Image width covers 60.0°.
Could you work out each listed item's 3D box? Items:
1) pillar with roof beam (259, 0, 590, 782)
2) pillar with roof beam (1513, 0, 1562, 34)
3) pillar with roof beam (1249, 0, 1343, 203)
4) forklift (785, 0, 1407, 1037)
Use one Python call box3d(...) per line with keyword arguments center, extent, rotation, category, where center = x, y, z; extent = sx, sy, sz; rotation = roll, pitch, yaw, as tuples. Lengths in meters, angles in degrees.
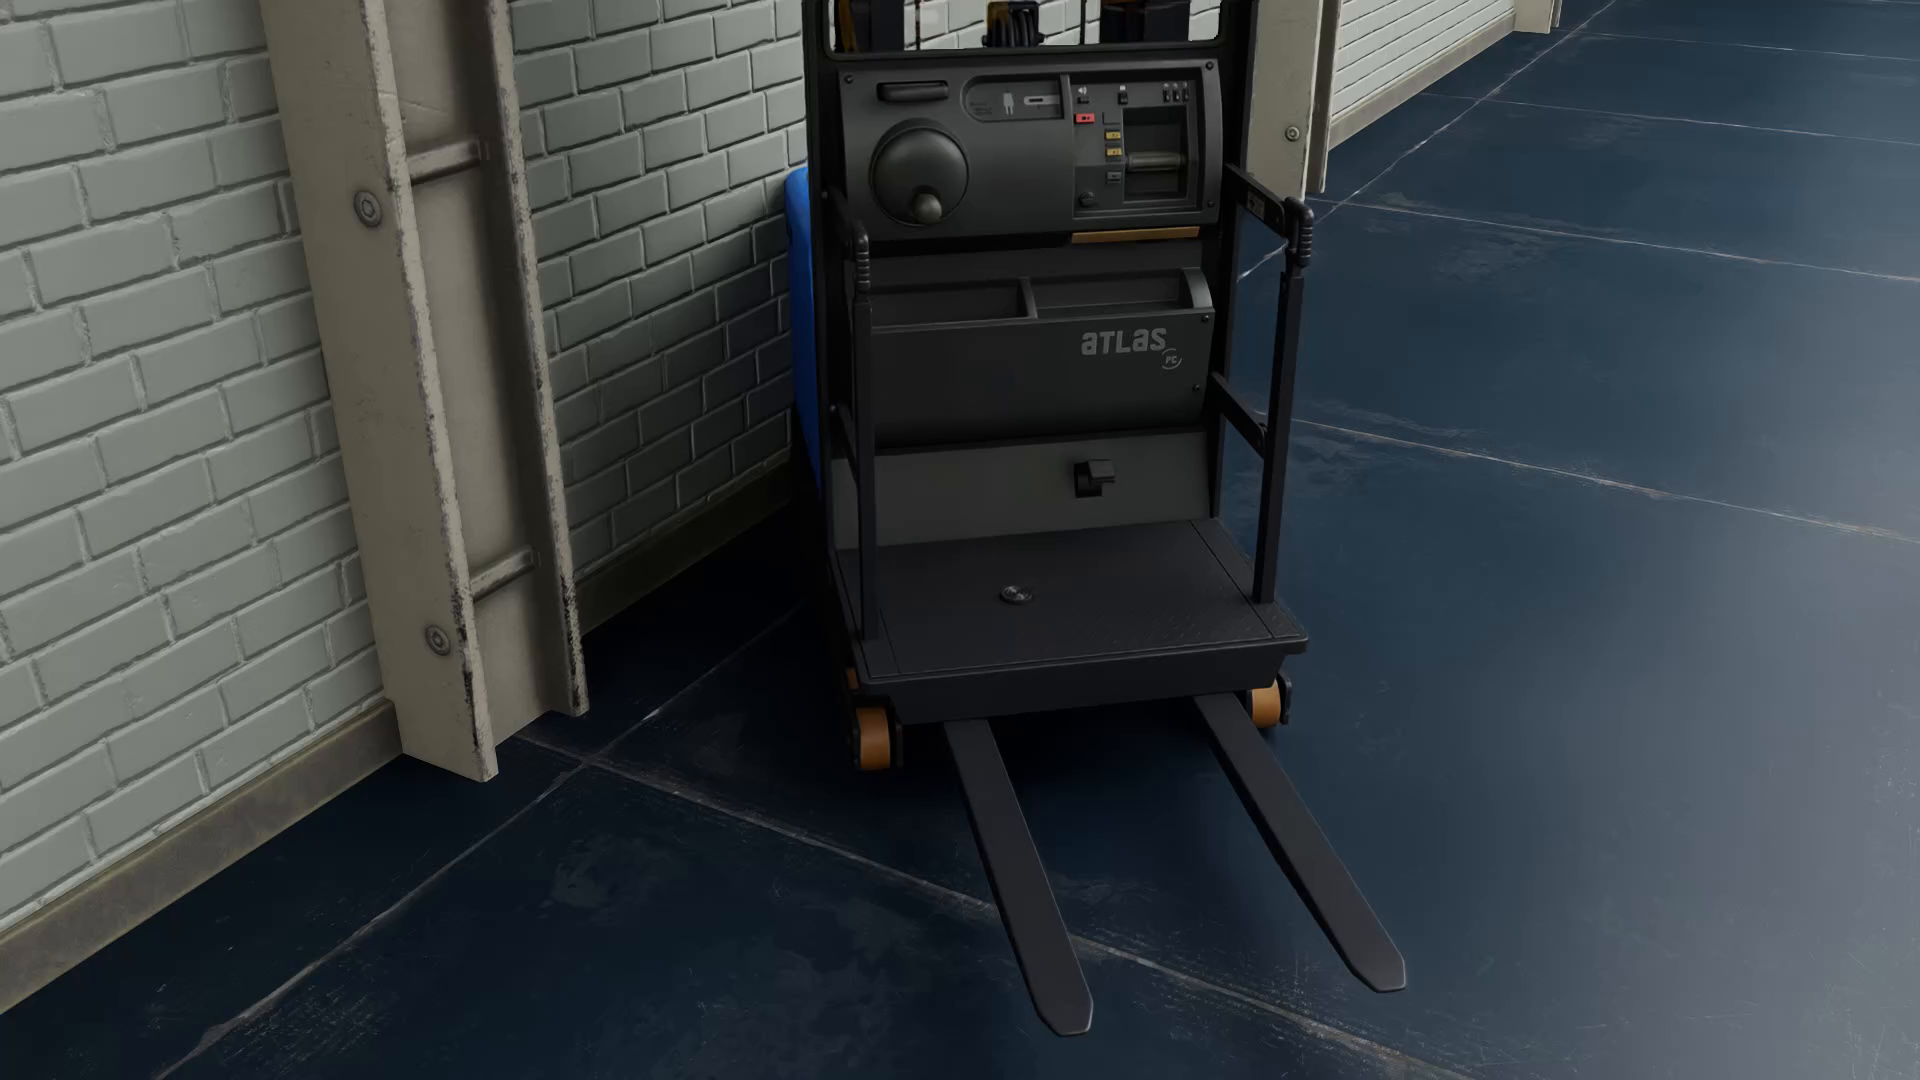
box3d(center=(2.548, -2.593, 0.377), extent=(9.100, 9.000, 0.400), rotation=(14, 30, 26), category="pillar with roof beam")
box3d(center=(8.451, -7.270, 9.719), extent=(9.100, 9.000, 0.400), rotation=(14, 30, 26), category="pillar with roof beam")
box3d(center=(5.499, -4.931, 5.048), extent=(9.100, 9.000, 0.400), rotation=(14, 30, 26), category="pillar with roof beam")
box3d(center=(0.220, -0.917, 3.807), extent=(1.130, 2.935, 3.031), rotation=(-5, 27, -10), category="forklift")
